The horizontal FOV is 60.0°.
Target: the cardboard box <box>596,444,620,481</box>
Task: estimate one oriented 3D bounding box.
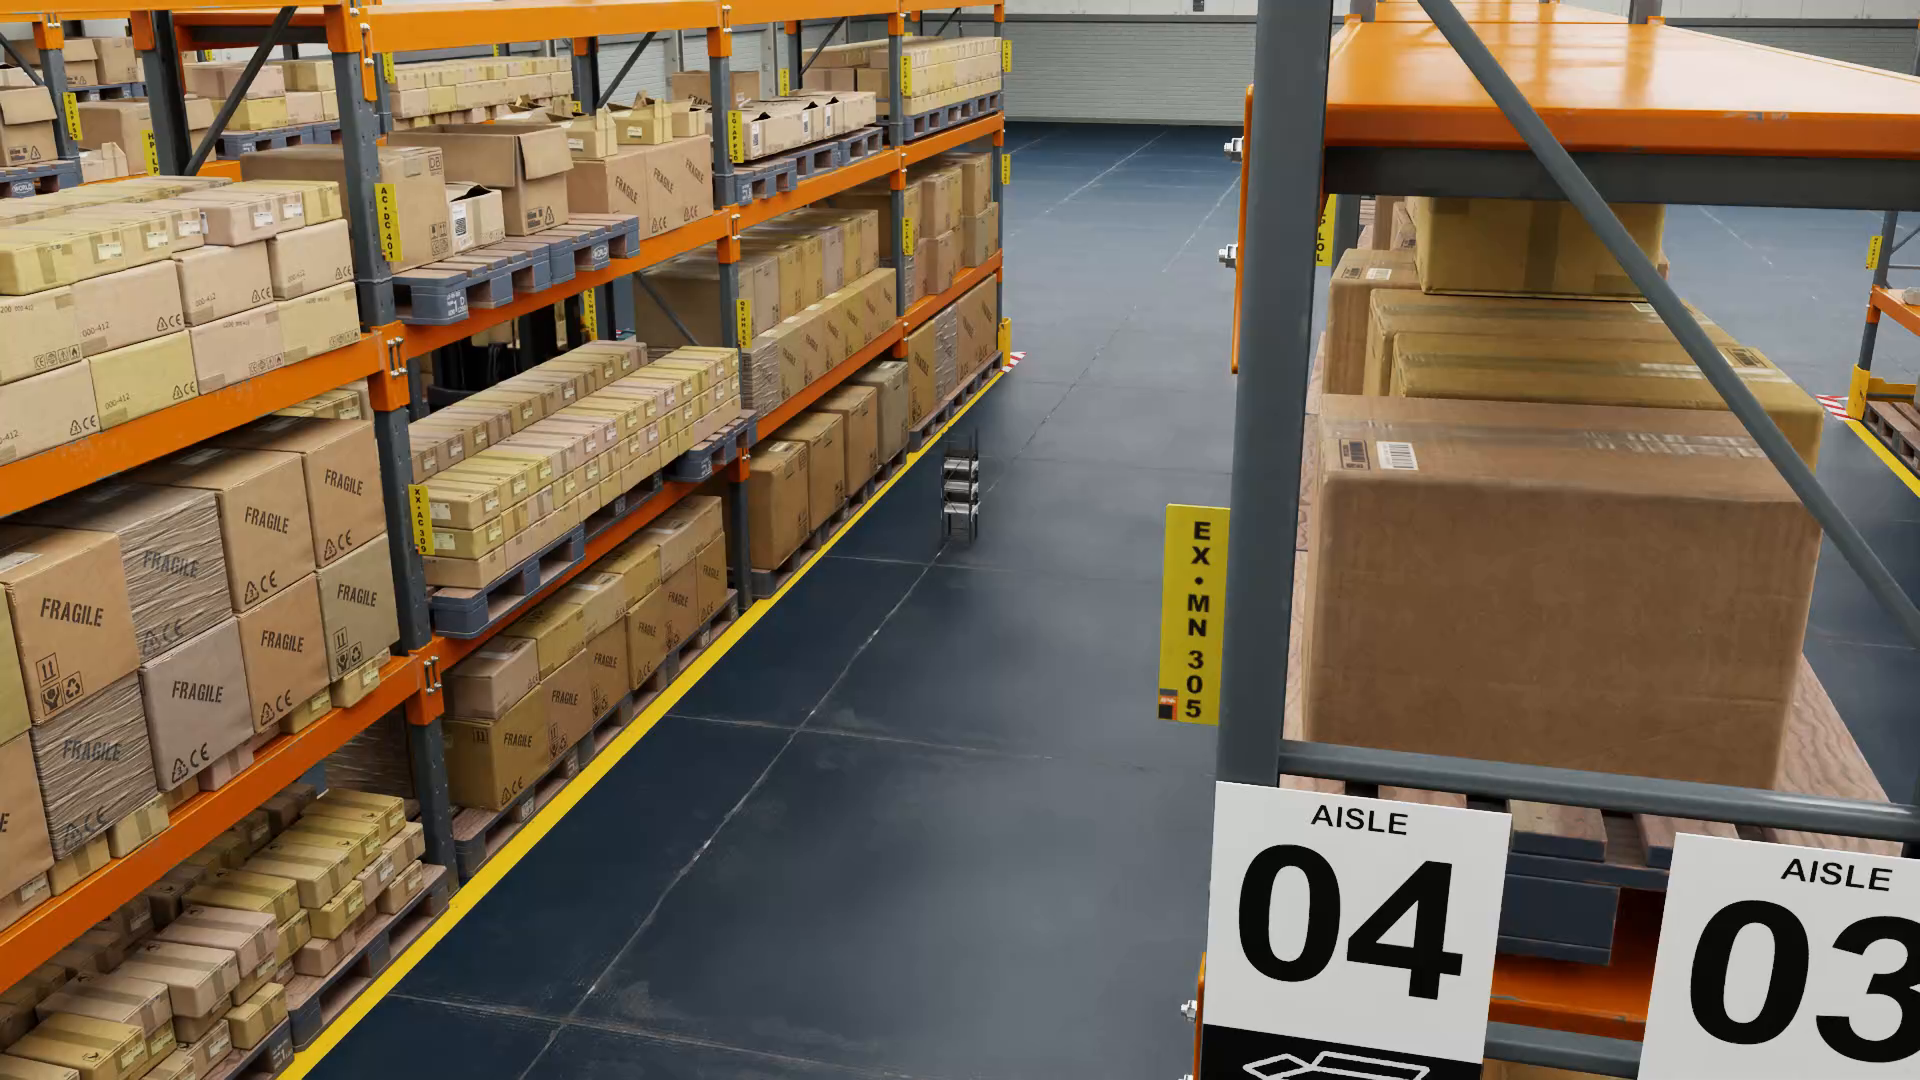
[{"bbox_3d":[-2.093,-0.440,9.113,0.380,0.149,0.250,4,19,12],"label":"cardboard box"}]

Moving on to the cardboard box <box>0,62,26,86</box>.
[{"bbox_3d":[-10.195,-4.843,17.418,0.500,0.311,0.500,5,20,15],"label":"cardboard box"}]

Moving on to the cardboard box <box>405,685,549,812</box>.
[{"bbox_3d":[-2.513,1.053,8.681,0.500,0.500,0.500,5,20,16],"label":"cardboard box"}]

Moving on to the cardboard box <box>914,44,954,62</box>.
[{"bbox_3d":[-0.268,-4.638,15.836,0.380,0.149,0.250,5,19,13],"label":"cardboard box"}]

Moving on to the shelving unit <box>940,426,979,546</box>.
[{"bbox_3d":[-0.002,-0.423,13.035,0.258,0.900,0.210,5,19,13],"label":"shelving unit"}]

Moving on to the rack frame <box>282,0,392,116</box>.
[{"bbox_3d":[-5.821,-5.426,15.152,1.000,3.000,0.127,5,19,13],"label":"rack frame"}]

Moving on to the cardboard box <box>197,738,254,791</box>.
[{"bbox_3d":[-2.998,0.841,6.473,0.380,0.149,0.250,4,19,11],"label":"cardboard box"}]

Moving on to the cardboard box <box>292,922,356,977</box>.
[{"bbox_3d":[-2.863,1.743,7.206,0.380,0.149,0.250,4,19,12],"label":"cardboard box"}]

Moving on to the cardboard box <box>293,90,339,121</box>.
[{"bbox_3d":[-5.823,-3.940,15.023,0.500,0.250,0.500,4,19,12],"label":"cardboard box"}]

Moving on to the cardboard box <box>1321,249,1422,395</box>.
[{"bbox_3d":[1.300,-0.439,4.232,0.700,0.500,0.500,6,20,16],"label":"cardboard box"}]

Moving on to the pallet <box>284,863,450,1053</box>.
[{"bbox_3d":[-3.080,1.812,7.555,1.003,0.211,1.213,5,19,13],"label":"pallet"}]

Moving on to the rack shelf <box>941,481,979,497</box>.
[{"bbox_3d":[-0.002,-0.392,13.045,0.258,0.077,0.200,5,19,13],"label":"rack shelf"}]

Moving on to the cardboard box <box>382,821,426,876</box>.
[{"bbox_3d":[-2.719,1.413,7.711,0.380,0.149,0.250,5,20,14],"label":"cardboard box"}]

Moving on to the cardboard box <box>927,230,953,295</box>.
[{"bbox_3d":[-0.559,-2.750,16.365,0.875,0.550,0.550,5,19,13],"label":"cardboard box"}]

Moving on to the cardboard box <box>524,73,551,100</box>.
[{"bbox_3d":[-4.844,-4.992,18.293,0.500,0.250,0.500,4,19,13],"label":"cardboard box"}]

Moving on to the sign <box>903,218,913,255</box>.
[{"bbox_3d":[-0.467,-2.699,14.779,0.100,0.325,0.005,5,19,13],"label":"sign"}]

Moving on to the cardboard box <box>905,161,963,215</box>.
[{"bbox_3d":[-0.460,-3.606,17.201,0.875,0.550,0.550,5,19,13],"label":"cardboard box"}]

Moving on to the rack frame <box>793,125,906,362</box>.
[{"bbox_3d":[-0.996,-2.228,15.069,1.000,3.000,0.127,5,19,13],"label":"rack frame"}]

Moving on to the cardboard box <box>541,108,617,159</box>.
[{"bbox_3d":[-2.114,-2.251,9.158,0.396,0.266,0.258,5,19,13],"label":"cardboard box"}]

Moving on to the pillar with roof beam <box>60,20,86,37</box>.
[{"bbox_3d":[-6.527,-6.584,18.540,9.100,9.000,0.400,5,19,13],"label":"pillar with roof beam"}]

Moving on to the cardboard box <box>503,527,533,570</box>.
[{"bbox_3d":[-2.346,0.025,8.212,0.380,0.149,0.250,5,19,14],"label":"cardboard box"}]

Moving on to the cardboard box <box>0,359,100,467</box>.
[{"bbox_3d":[-3.187,-0.424,5.379,0.500,0.250,0.500,5,19,13],"label":"cardboard box"}]

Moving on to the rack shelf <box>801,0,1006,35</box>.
[{"bbox_3d":[-0.507,-5.164,16.116,1.077,0.370,4.000,5,19,13],"label":"rack shelf"}]

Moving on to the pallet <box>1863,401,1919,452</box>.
[{"bbox_3d":[9.393,-1.066,15.981,1.003,0.211,1.213,5,19,13],"label":"pallet"}]

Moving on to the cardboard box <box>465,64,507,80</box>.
[{"bbox_3d":[-4.982,-4.906,17.425,0.380,0.149,0.250,5,20,15],"label":"cardboard box"}]

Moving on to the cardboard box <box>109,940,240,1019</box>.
[{"bbox_3d":[-3.032,1.695,6.425,0.380,0.149,0.250,4,19,11],"label":"cardboard box"}]

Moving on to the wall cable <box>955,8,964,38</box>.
[{"bbox_3d":[-1.370,-15.676,49.965,3.097,2.526,0.112,5,19,13],"label":"wall cable"}]

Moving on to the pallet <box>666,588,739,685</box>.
[{"bbox_3d":[-2.166,0.590,11.133,1.003,0.211,1.213,5,19,13],"label":"pallet"}]

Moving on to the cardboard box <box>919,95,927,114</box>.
[{"bbox_3d":[-0.516,-3.943,15.035,0.380,0.149,0.250,5,19,14],"label":"cardboard box"}]

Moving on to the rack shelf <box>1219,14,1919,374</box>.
[{"bbox_3d":[1.346,-0.979,3.865,1.077,0.370,4.000,5,19,13],"label":"rack shelf"}]

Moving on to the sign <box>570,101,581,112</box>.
[{"bbox_3d":[-2.509,-2.722,10.954,0.100,0.325,0.005,5,19,13],"label":"sign"}]

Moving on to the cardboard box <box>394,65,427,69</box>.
[{"bbox_3d":[-5.703,-4.794,17.096,0.380,0.149,0.250,5,19,14],"label":"cardboard box"}]

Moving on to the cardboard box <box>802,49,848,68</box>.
[{"bbox_3d":[-1.216,-4.292,14.822,0.380,0.149,0.250,4,19,13],"label":"cardboard box"}]

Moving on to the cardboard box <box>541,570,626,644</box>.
[{"bbox_3d":[-2.257,0.372,9.517,0.500,0.250,0.500,5,20,15],"label":"cardboard box"}]

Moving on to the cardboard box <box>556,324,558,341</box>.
[{"bbox_3d":[-4.914,-2.302,18.891,0.500,0.250,0.500,5,19,14],"label":"cardboard box"}]

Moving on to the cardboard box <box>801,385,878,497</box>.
[{"bbox_3d":[-1.300,-0.858,13.890,1.050,0.750,0.750,5,19,13],"label":"cardboard box"}]

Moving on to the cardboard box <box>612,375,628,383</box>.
[{"bbox_3d":[-2.350,-0.974,10.677,0.380,0.149,0.250,6,20,16],"label":"cardboard box"}]

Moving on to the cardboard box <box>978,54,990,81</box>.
[{"bbox_3d":[0.010,-4.885,17.175,0.500,0.250,0.500,5,19,13],"label":"cardboard box"}]

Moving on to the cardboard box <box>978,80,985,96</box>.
[{"bbox_3d":[0.042,-4.659,17.130,0.380,0.149,0.250,5,19,14],"label":"cardboard box"}]

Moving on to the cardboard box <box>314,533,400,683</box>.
[{"bbox_3d":[-2.795,0.265,7.155,0.500,0.500,0.500,5,19,13],"label":"cardboard box"}]

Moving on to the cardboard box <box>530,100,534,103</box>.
[{"bbox_3d":[-4.913,-4.772,18.267,0.380,0.149,0.250,5,19,14],"label":"cardboard box"}]

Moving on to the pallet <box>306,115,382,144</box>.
[{"bbox_3d":[-6.075,-3.733,15.125,1.213,0.211,1.003,5,19,13],"label":"pallet"}]

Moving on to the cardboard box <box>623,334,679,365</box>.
[{"bbox_3d":[-2.124,-1.184,11.858,0.500,0.500,0.500,5,19,13],"label":"cardboard box"}]

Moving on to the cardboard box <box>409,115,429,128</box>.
[{"bbox_3d":[-5.386,-4.044,16.133,0.380,0.149,0.250,5,19,13],"label":"cardboard box"}]

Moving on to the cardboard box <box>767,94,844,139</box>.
[{"bbox_3d":[-1.211,-3.284,12.856,0.500,0.311,0.500,4,19,11],"label":"cardboard box"}]

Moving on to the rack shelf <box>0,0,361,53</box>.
[{"bbox_3d":[-3.439,-1.591,5.040,1.077,0.370,4.000,5,19,13],"label":"rack shelf"}]

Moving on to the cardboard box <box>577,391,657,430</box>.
[{"bbox_3d":[-1.967,-0.741,9.534,0.380,0.149,0.250,6,20,16],"label":"cardboard box"}]

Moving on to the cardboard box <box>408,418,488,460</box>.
[{"bbox_3d":[-2.785,-0.547,8.968,0.380,0.149,0.250,4,19,12],"label":"cardboard box"}]

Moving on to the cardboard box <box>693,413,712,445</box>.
[{"bbox_3d":[-1.773,-0.705,10.349,0.380,0.149,0.250,5,19,14],"label":"cardboard box"}]

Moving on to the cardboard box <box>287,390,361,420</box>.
[{"bbox_3d":[-6.119,-1.152,15.336,0.950,0.372,0.625,6,20,17],"label":"cardboard box"}]

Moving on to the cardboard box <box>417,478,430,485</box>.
[{"bbox_3d":[-2.918,-0.242,8.533,0.380,0.149,0.250,6,20,16],"label":"cardboard box"}]

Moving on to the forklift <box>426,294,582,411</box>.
[{"bbox_3d":[-3.267,-1.374,12.676,1.130,2.935,3.031,5,19,14],"label":"forklift"}]

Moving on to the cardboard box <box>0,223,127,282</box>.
[{"bbox_3d":[-3.053,-0.967,5.579,0.380,0.149,0.250,5,19,13],"label":"cardboard box"}]

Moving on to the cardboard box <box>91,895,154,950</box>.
[{"bbox_3d":[-3.557,1.562,6.815,0.380,0.149,0.250,5,20,15],"label":"cardboard box"}]

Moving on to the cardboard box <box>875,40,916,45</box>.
[{"bbox_3d":[-0.658,-5.008,16.917,0.380,0.149,0.250,4,19,12],"label":"cardboard box"}]

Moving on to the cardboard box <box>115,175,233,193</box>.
[{"bbox_3d":[-3.257,-1.422,6.912,0.380,0.149,0.250,4,19,12],"label":"cardboard box"}]
